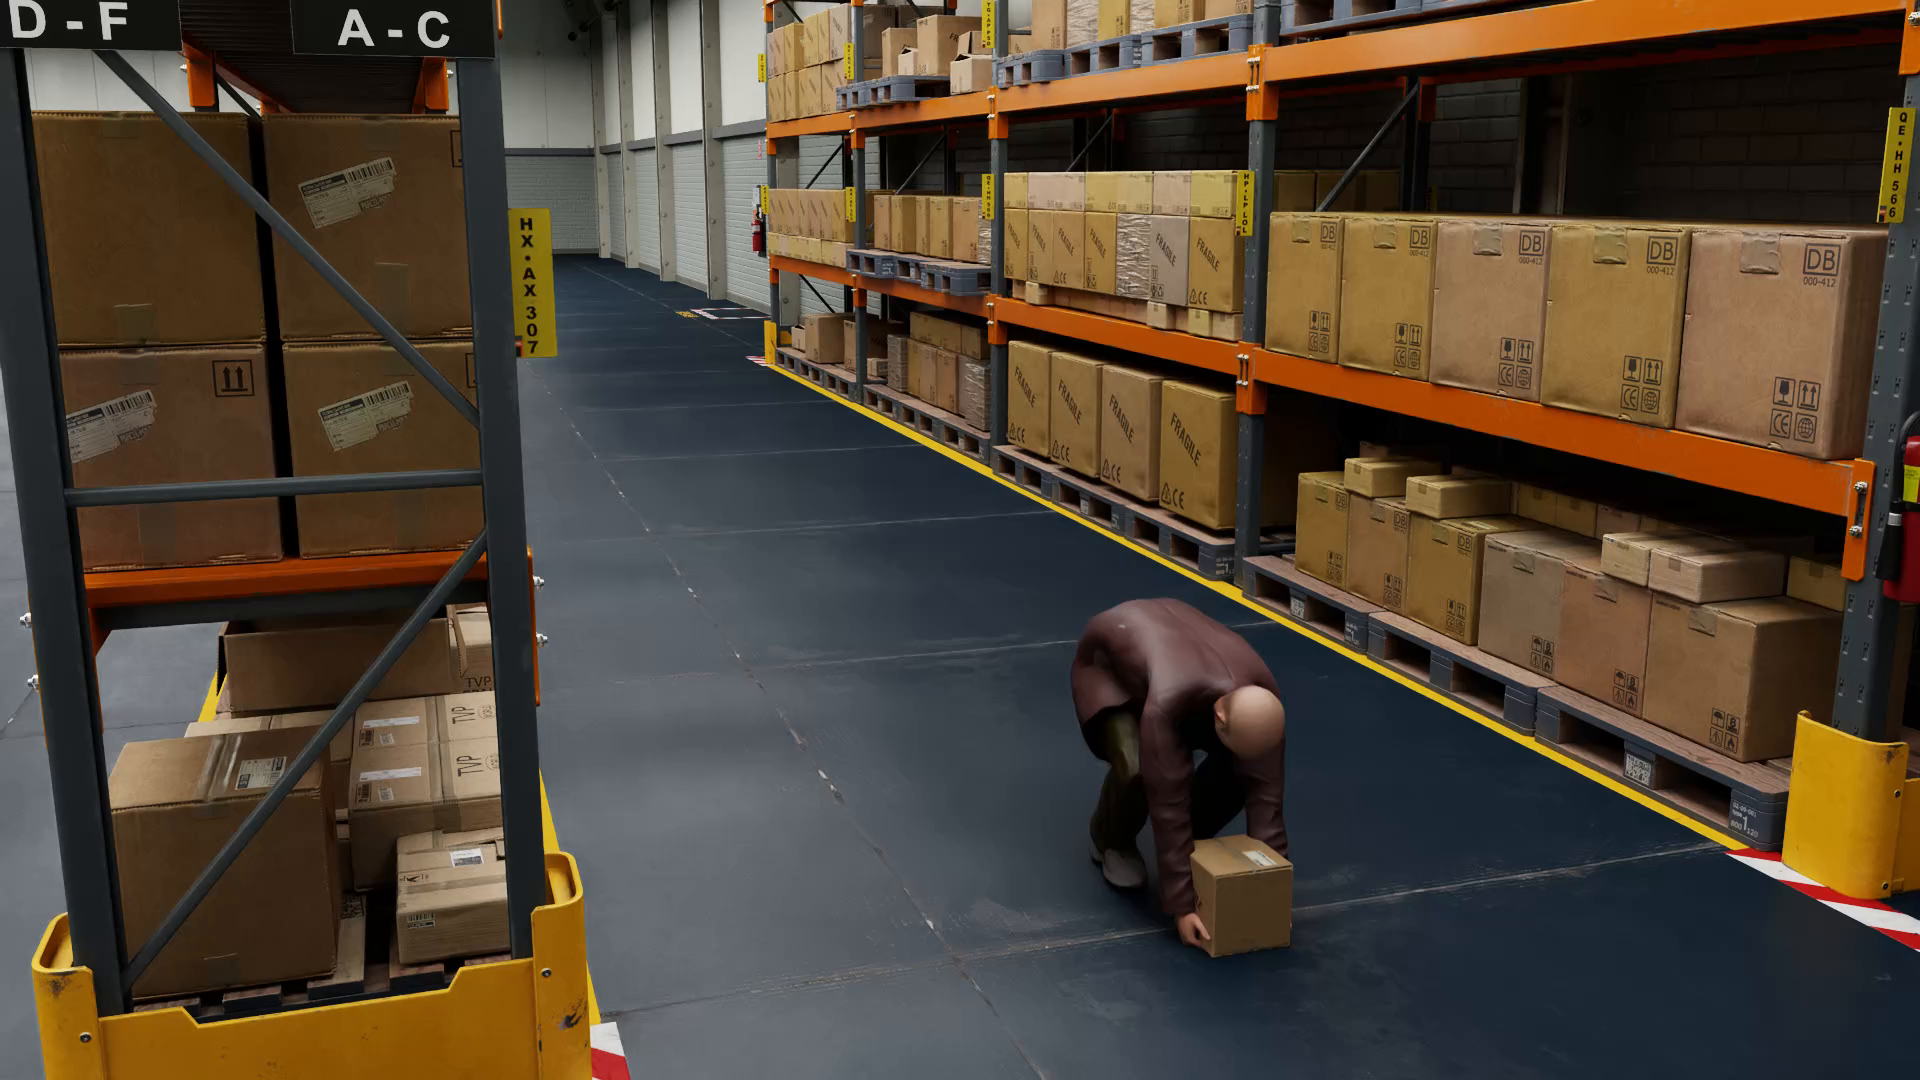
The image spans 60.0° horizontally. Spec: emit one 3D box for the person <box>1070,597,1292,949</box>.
[{"bbox_3d":[0.685,0.663,5.099,0.593,0.898,0.953,-5,13,-20],"label":"person"}]
